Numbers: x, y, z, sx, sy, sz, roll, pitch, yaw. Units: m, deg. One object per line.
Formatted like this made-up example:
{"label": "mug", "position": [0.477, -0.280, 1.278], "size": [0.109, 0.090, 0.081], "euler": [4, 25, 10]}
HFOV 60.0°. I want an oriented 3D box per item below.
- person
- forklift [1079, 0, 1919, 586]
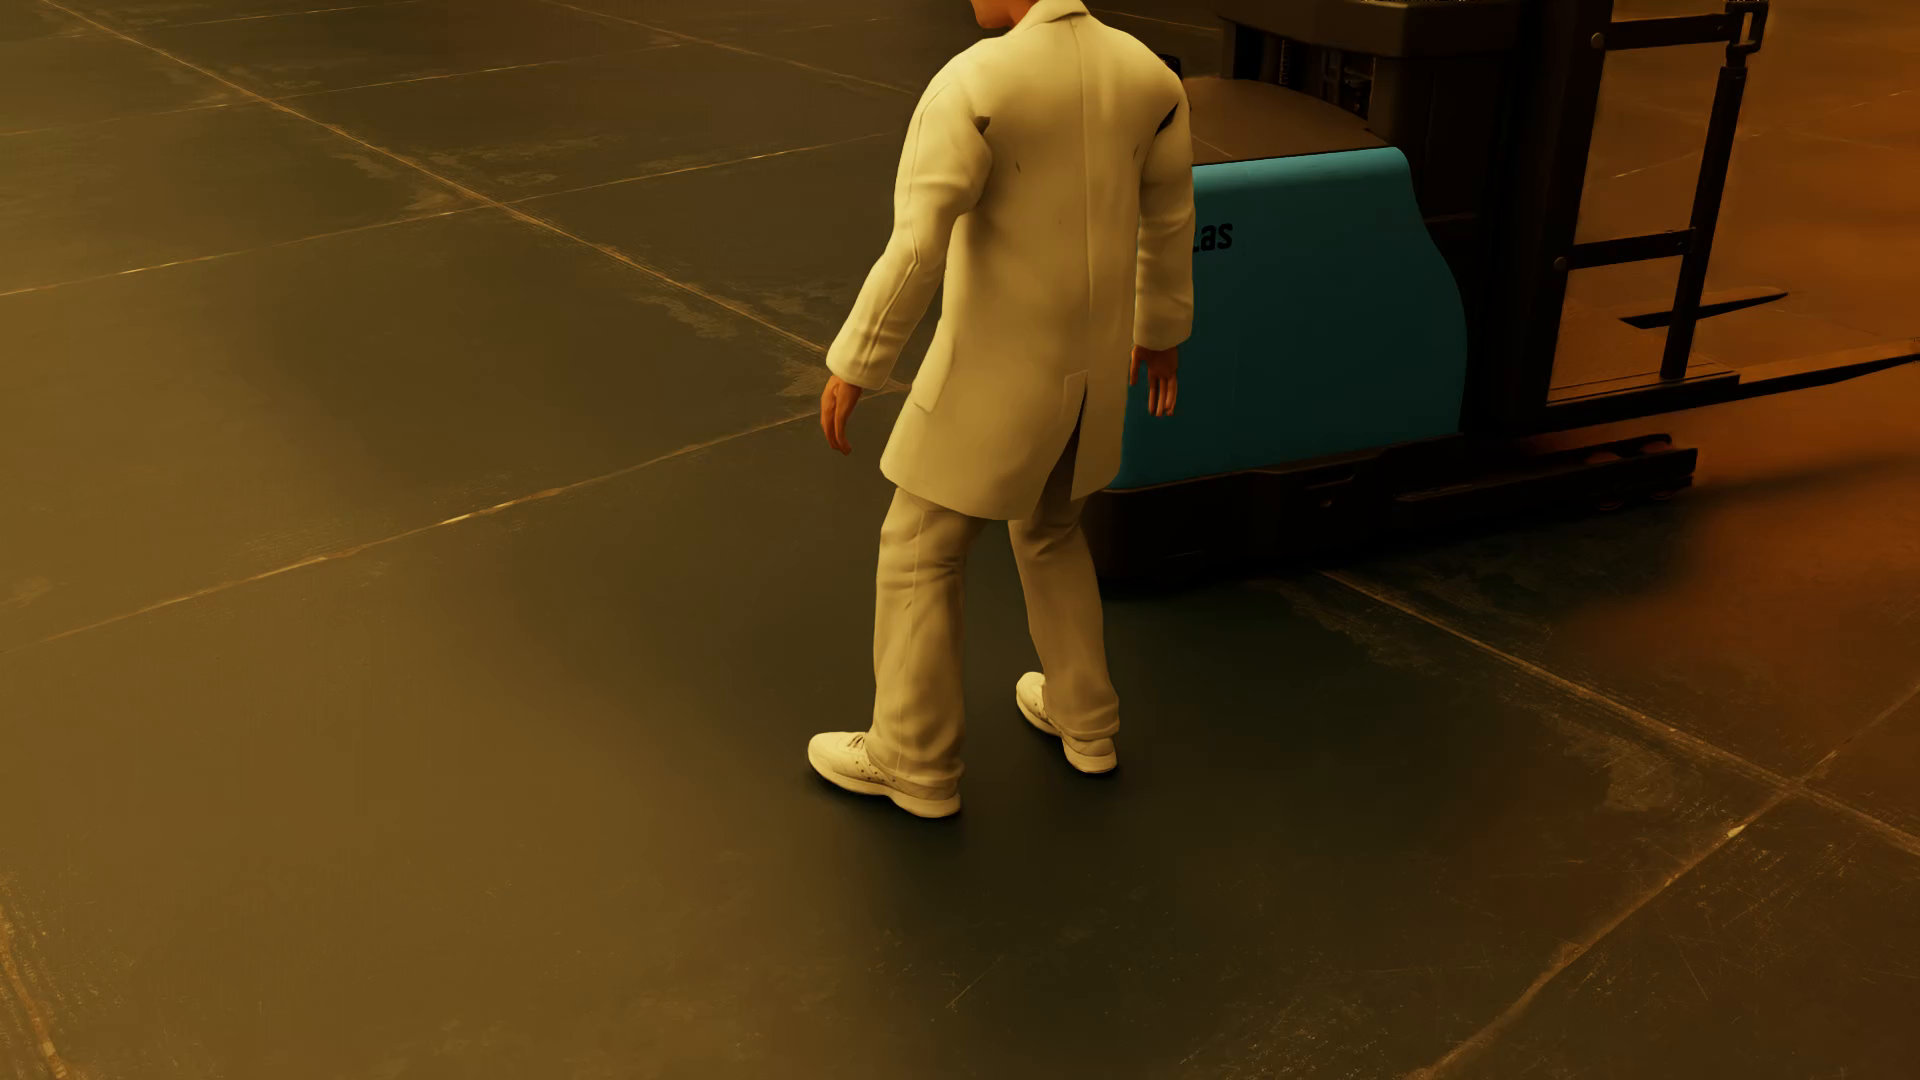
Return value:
{"label": "person", "position": [0.104, -0.341, 3.219], "size": [0.817, 1.753, 0.459], "euler": [-21, 33, -35]}
{"label": "forklift", "position": [1.540, -1.601, 4.430], "size": [3.031, 2.935, 1.130], "euler": [-10, 28, -19]}
